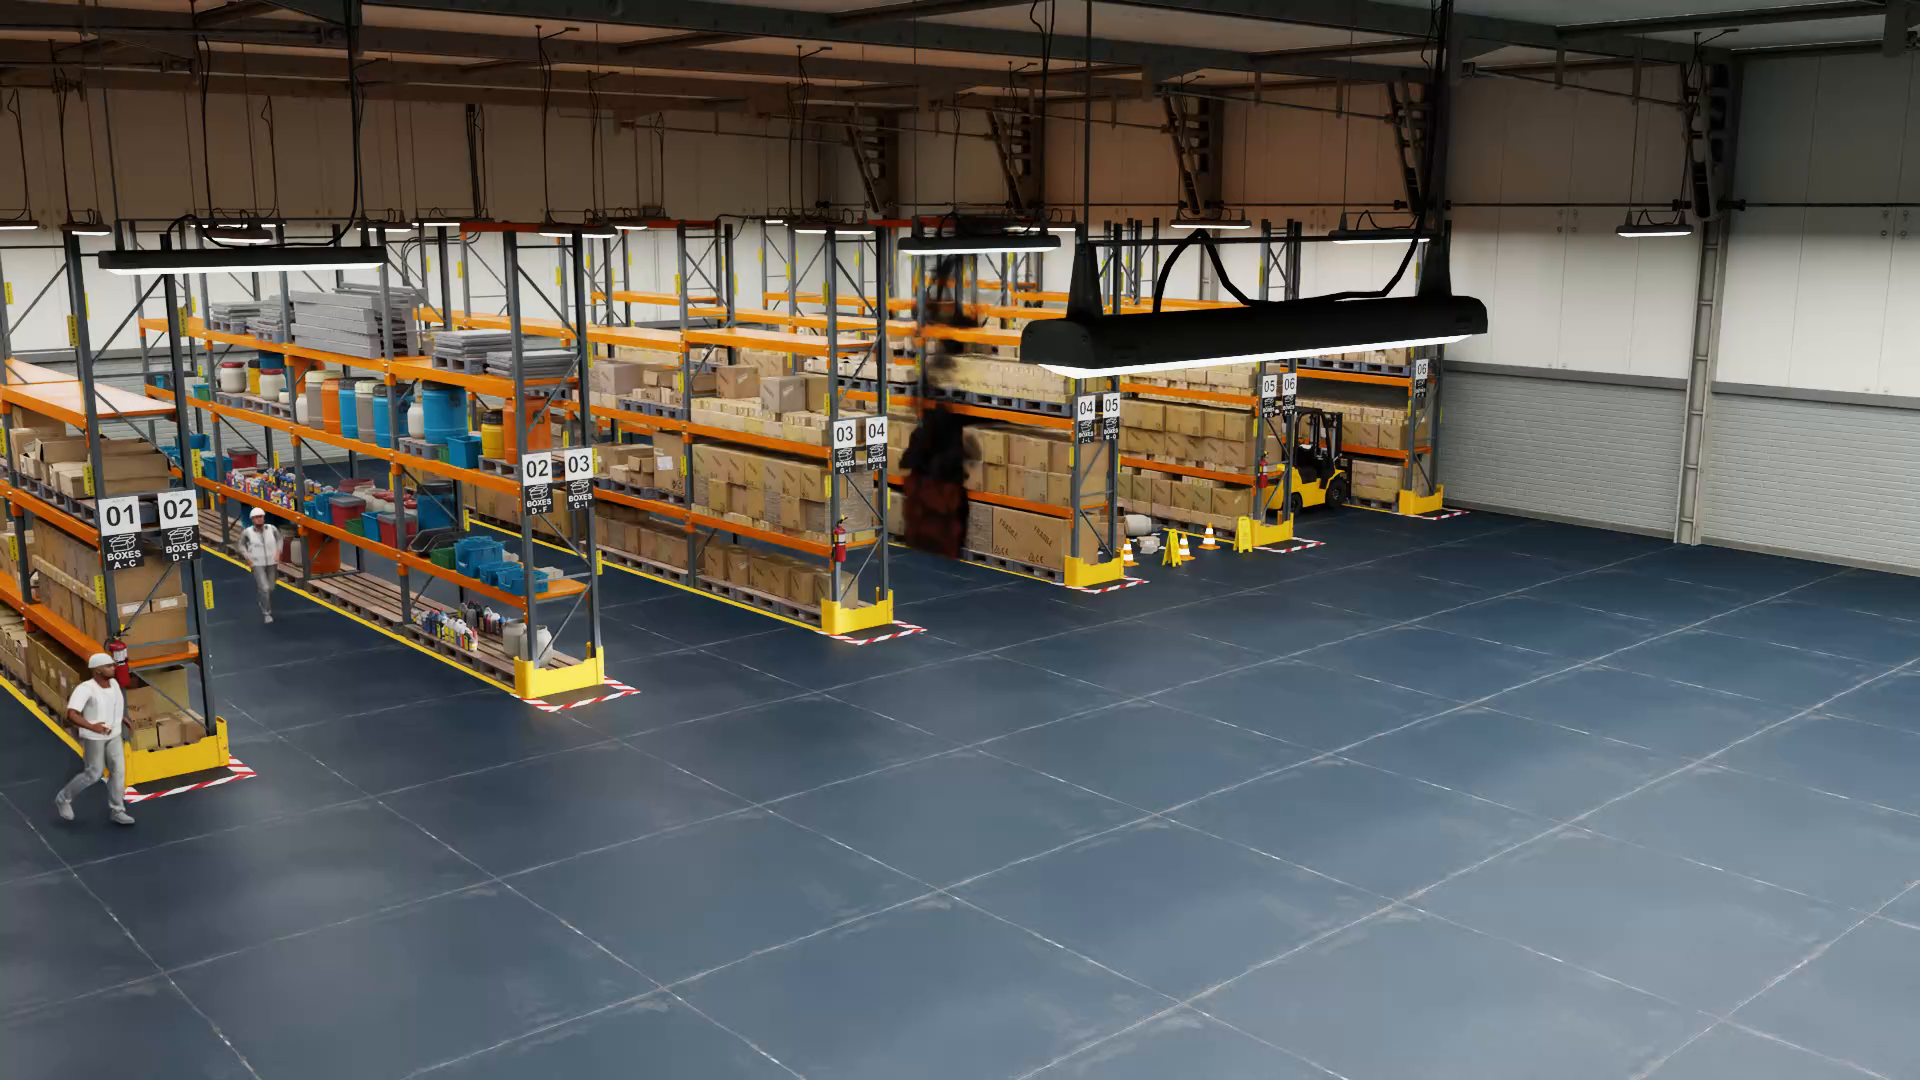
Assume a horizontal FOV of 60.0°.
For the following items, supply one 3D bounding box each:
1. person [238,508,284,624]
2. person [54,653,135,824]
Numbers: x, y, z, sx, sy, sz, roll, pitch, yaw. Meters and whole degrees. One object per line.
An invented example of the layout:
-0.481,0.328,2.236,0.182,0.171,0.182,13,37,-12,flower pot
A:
-10.770,0.359,25.667,0.662,1.780,0.783,-9,14,-37,person
-8.930,2.038,17.336,0.871,1.741,0.767,3,12,14,person
